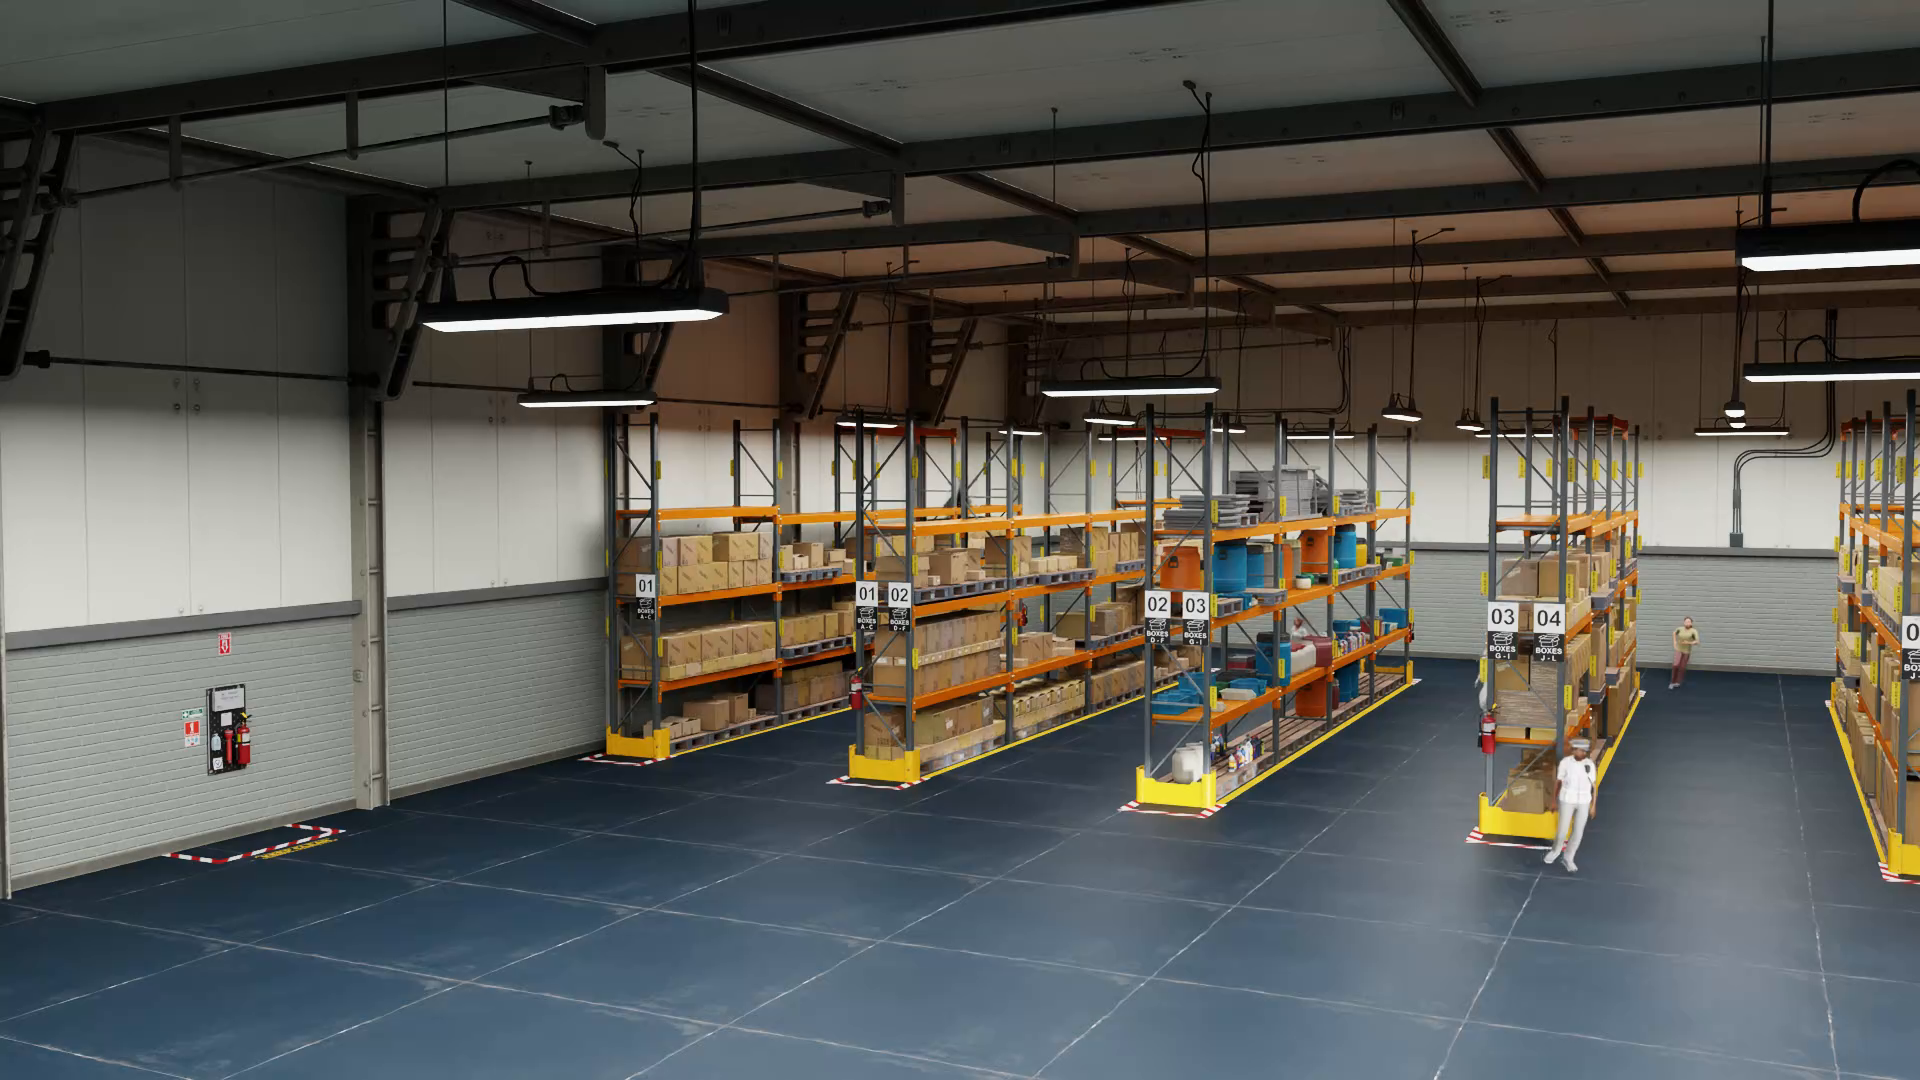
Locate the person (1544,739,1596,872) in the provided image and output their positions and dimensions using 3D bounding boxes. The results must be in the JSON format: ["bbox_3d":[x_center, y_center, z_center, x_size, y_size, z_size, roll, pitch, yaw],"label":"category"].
[{"bbox_3d":[7.618,3.302,20.756,0.587,1.687,0.468,0,2,2],"label":"person"}]

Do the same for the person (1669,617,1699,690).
[{"bbox_3d":[16.571,2.594,38.034,0.616,1.707,0.656,1,3,27],"label":"person"}]

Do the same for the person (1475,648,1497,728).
[{"bbox_3d":[10.315,2.848,32.089,0.677,1.624,1.132,2,3,35],"label":"person"}]

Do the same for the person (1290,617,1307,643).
[{"bbox_3d":[7.803,2.587,38.473,0.446,1.630,0.690,1,3,27],"label":"person"}]
